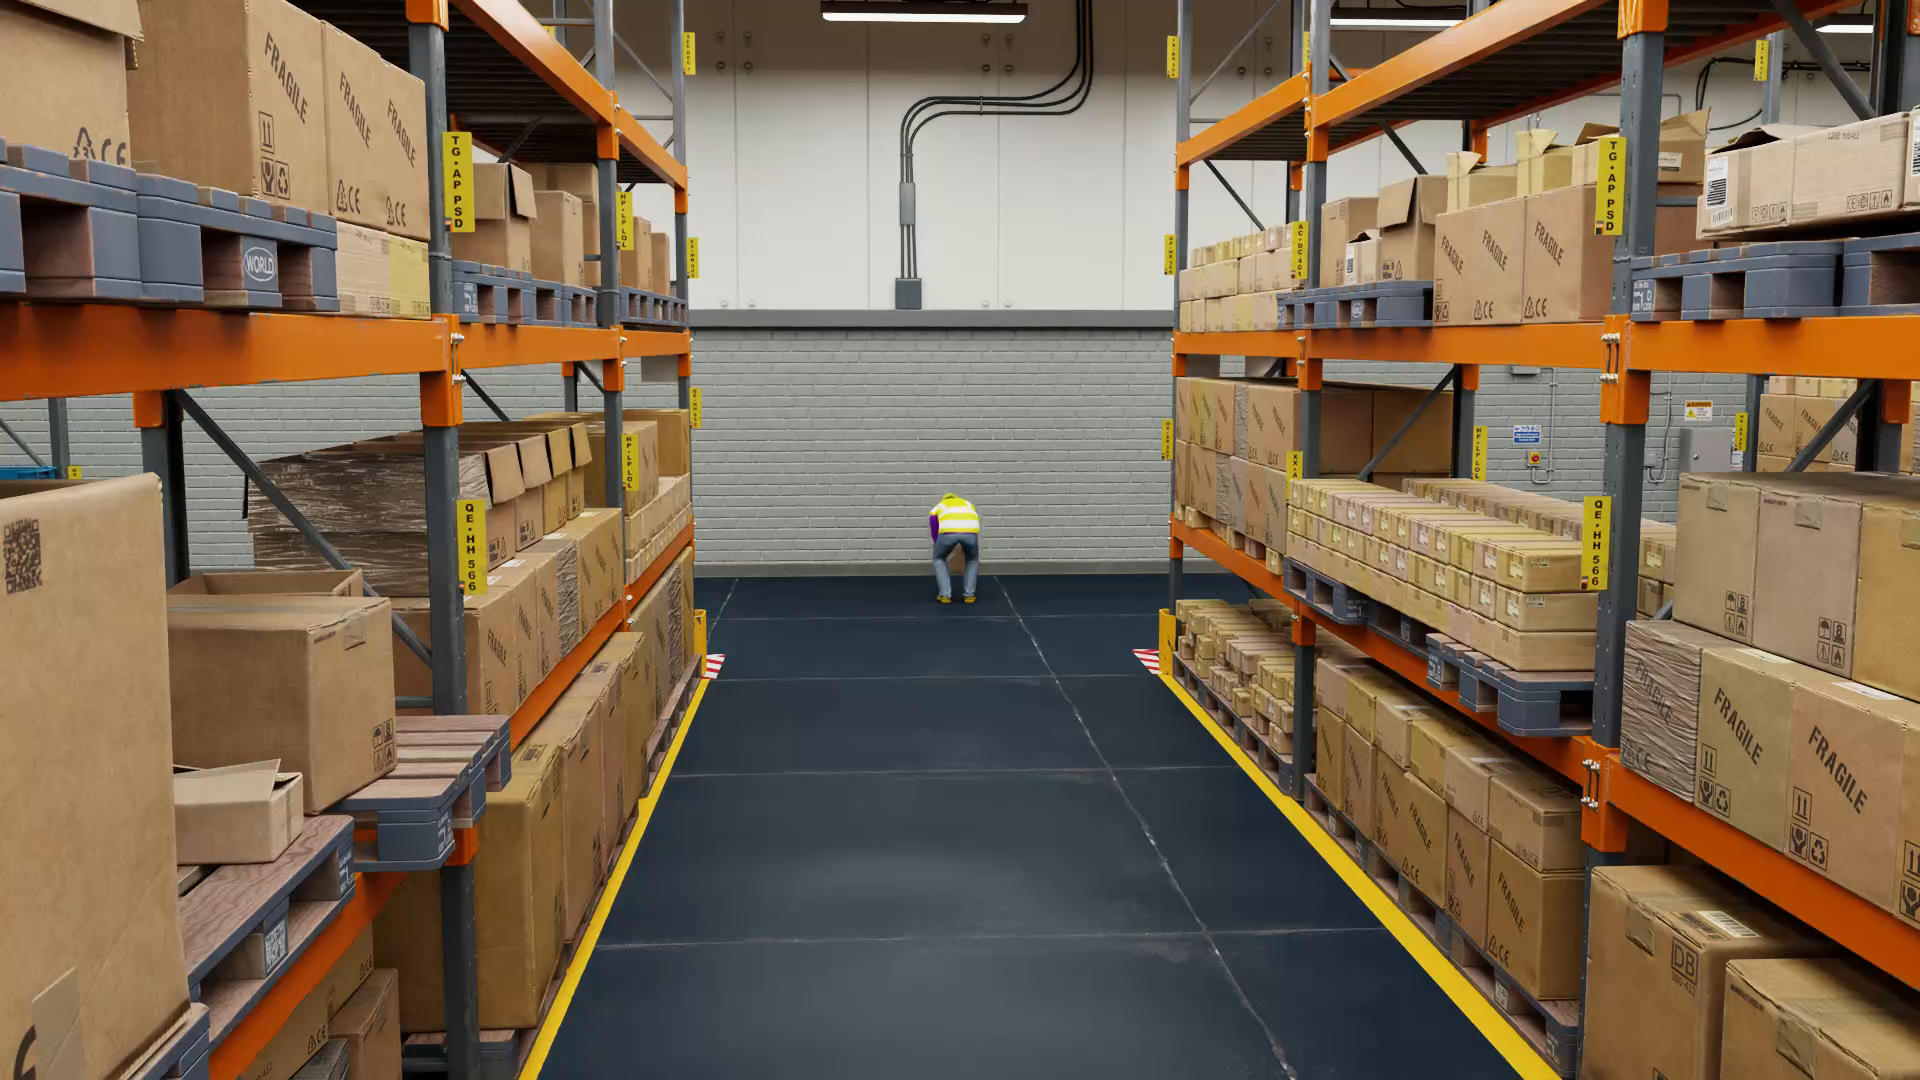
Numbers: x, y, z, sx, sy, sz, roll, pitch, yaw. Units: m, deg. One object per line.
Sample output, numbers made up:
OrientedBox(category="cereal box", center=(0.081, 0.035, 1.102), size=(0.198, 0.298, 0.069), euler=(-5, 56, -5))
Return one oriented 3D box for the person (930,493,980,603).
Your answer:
OrientedBox(category="person", center=(-0.061, 0.082, 17.742), size=(0.512, 1.103, 0.964), euler=(-1, 7, -7))
